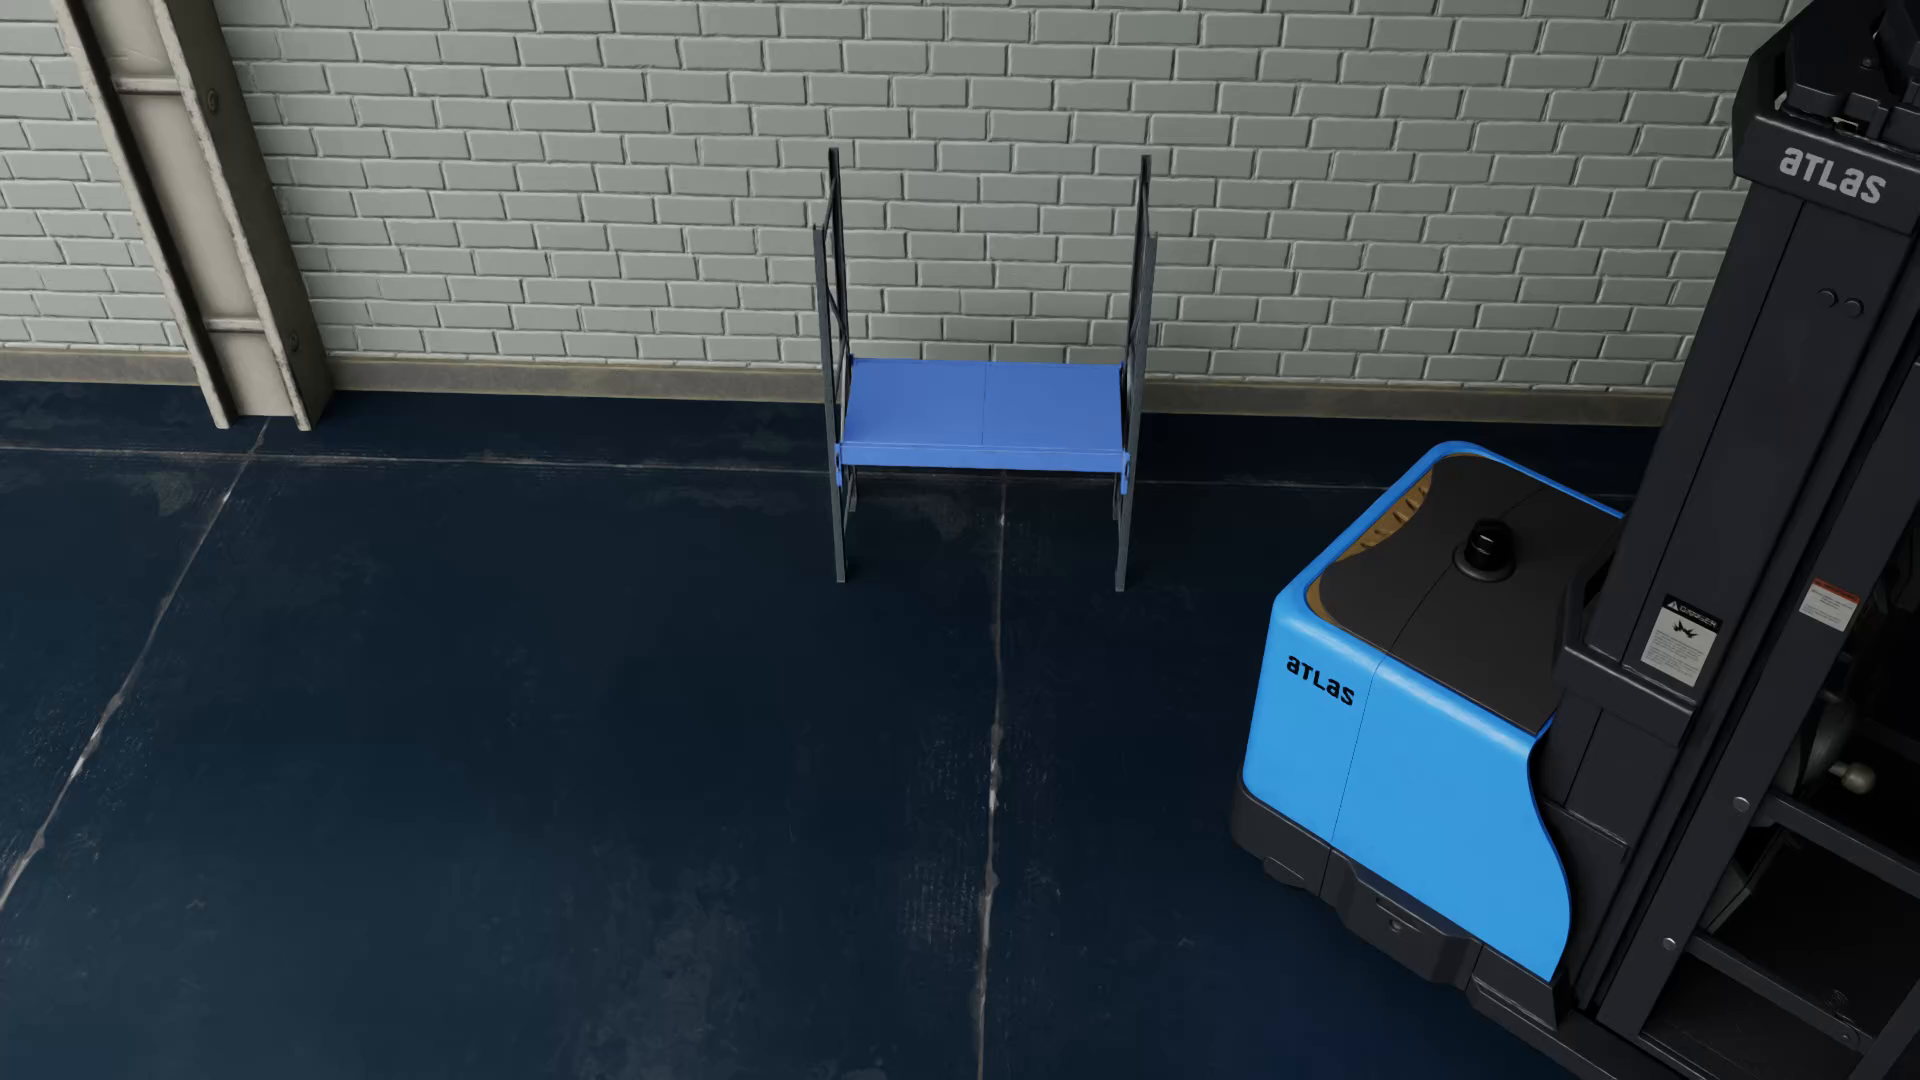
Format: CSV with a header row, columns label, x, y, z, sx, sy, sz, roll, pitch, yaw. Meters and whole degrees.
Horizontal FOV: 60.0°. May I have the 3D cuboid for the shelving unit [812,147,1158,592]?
label,x,y,z,sx,sy,sz,roll,pitch,yaw
shelving unit,0.085,-0.546,5.736,1.048,1.500,0.538,2,43,2

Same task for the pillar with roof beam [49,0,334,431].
label,x,y,z,sx,sy,sz,roll,pitch,yaw
pillar with roof beam,-3.004,-0.914,0.629,0.400,9.000,9.100,2,43,2

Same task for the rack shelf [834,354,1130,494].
label,x,y,z,sx,sy,sz,roll,pitch,yaw
rack shelf,0.085,-0.415,5.859,1.000,0.185,0.538,2,43,2

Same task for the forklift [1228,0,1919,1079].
label,x,y,z,sx,sy,sz,roll,pitch,yaw
forklift,2.275,0.298,3.779,3.031,2.935,1.130,31,51,29

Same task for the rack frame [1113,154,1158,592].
label,x,y,z,sx,sy,sz,roll,pitch,yaw
rack frame,0.593,-0.531,5.719,0.032,1.500,0.500,2,43,2

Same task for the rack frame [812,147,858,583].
label,x,y,z,sx,sy,sz,roll,pitch,yaw
rack frame,-0.423,-0.562,5.753,0.032,1.500,0.500,2,43,2

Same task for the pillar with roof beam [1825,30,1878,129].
label,x,y,z,sx,sy,sz,roll,pitch,yaw
pillar with roof beam,2.990,-0.729,0.431,0.400,9.000,9.100,2,43,2
